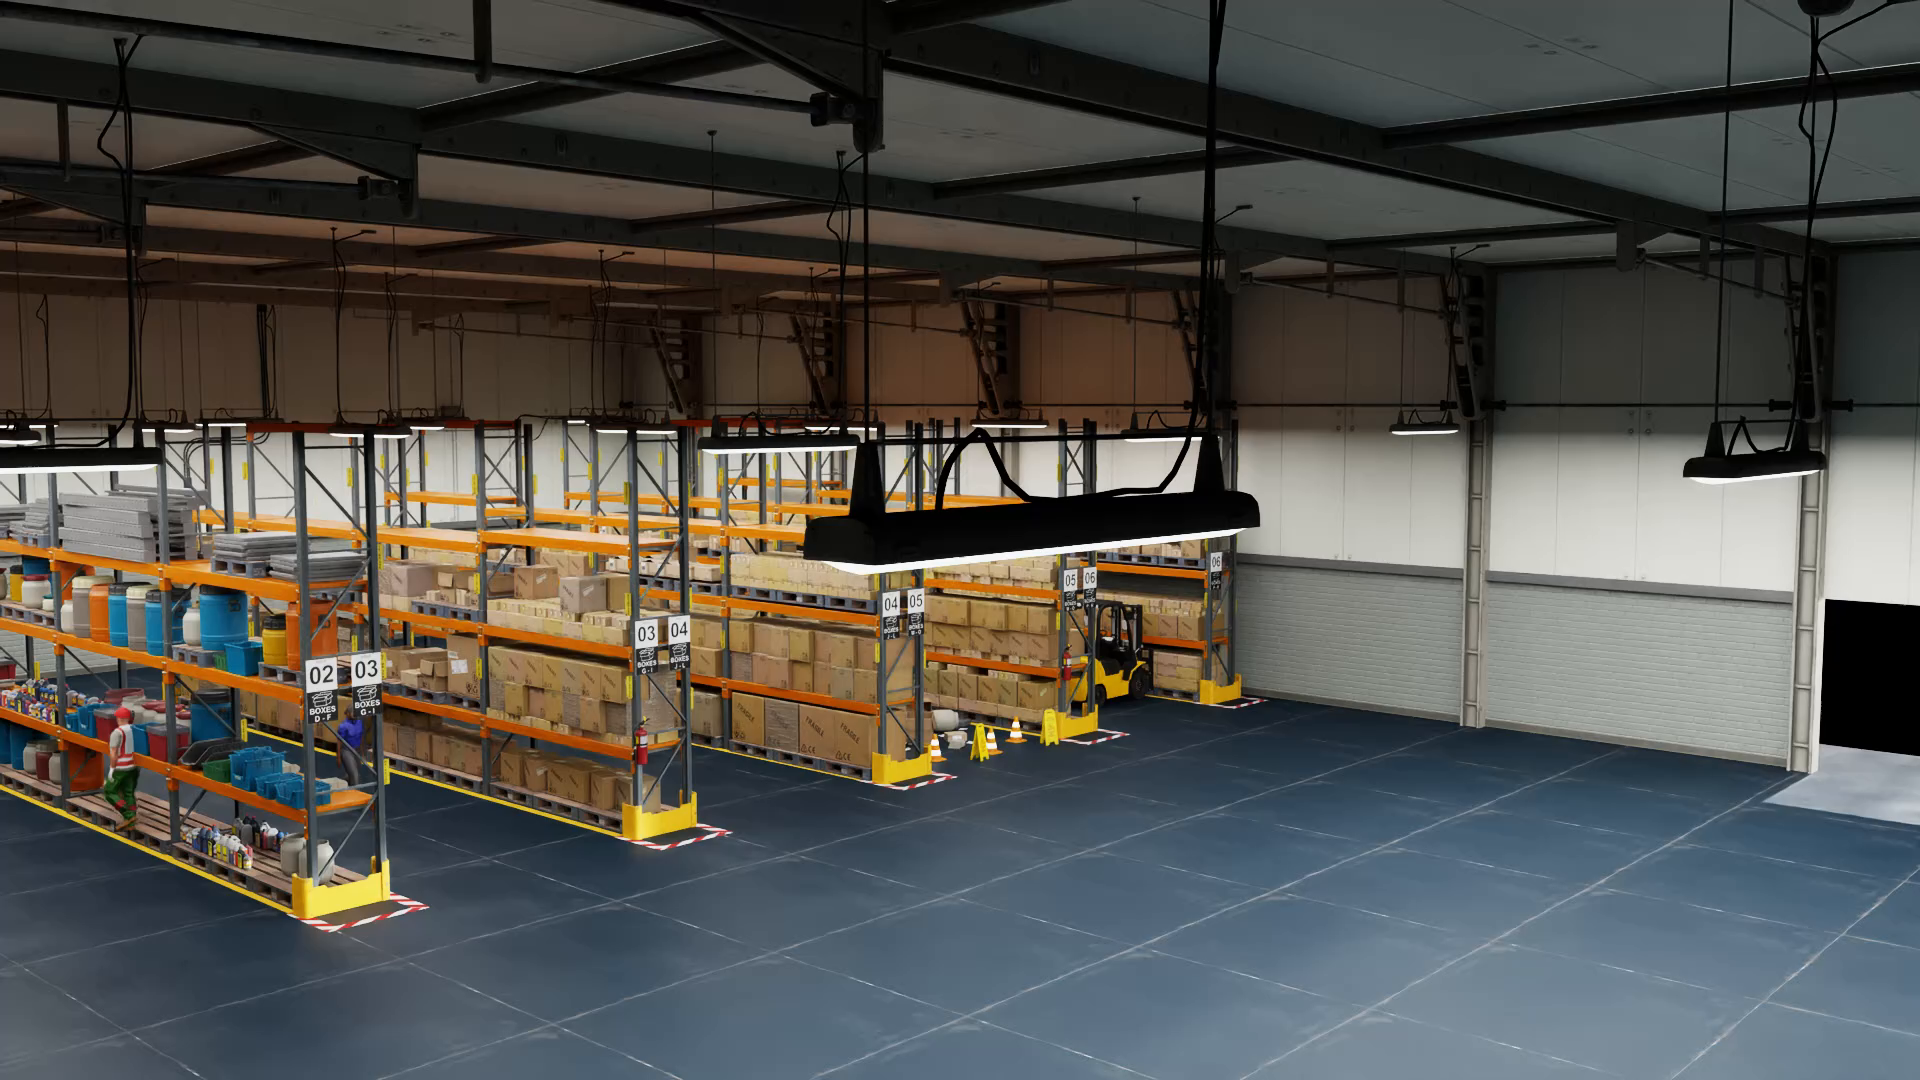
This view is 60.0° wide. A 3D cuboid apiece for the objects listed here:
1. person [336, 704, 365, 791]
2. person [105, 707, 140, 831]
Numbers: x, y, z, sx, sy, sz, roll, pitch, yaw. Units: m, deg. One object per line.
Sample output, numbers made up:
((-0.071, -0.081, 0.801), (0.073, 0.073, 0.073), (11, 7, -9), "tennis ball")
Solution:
((-9.620, 3.376, 26.220), (0.927, 1.612, 0.479), (2, 5, 24), "person")
((-12.046, 3.314, 24.035), (0.493, 1.784, 0.593), (2, 5, 19), "person")
